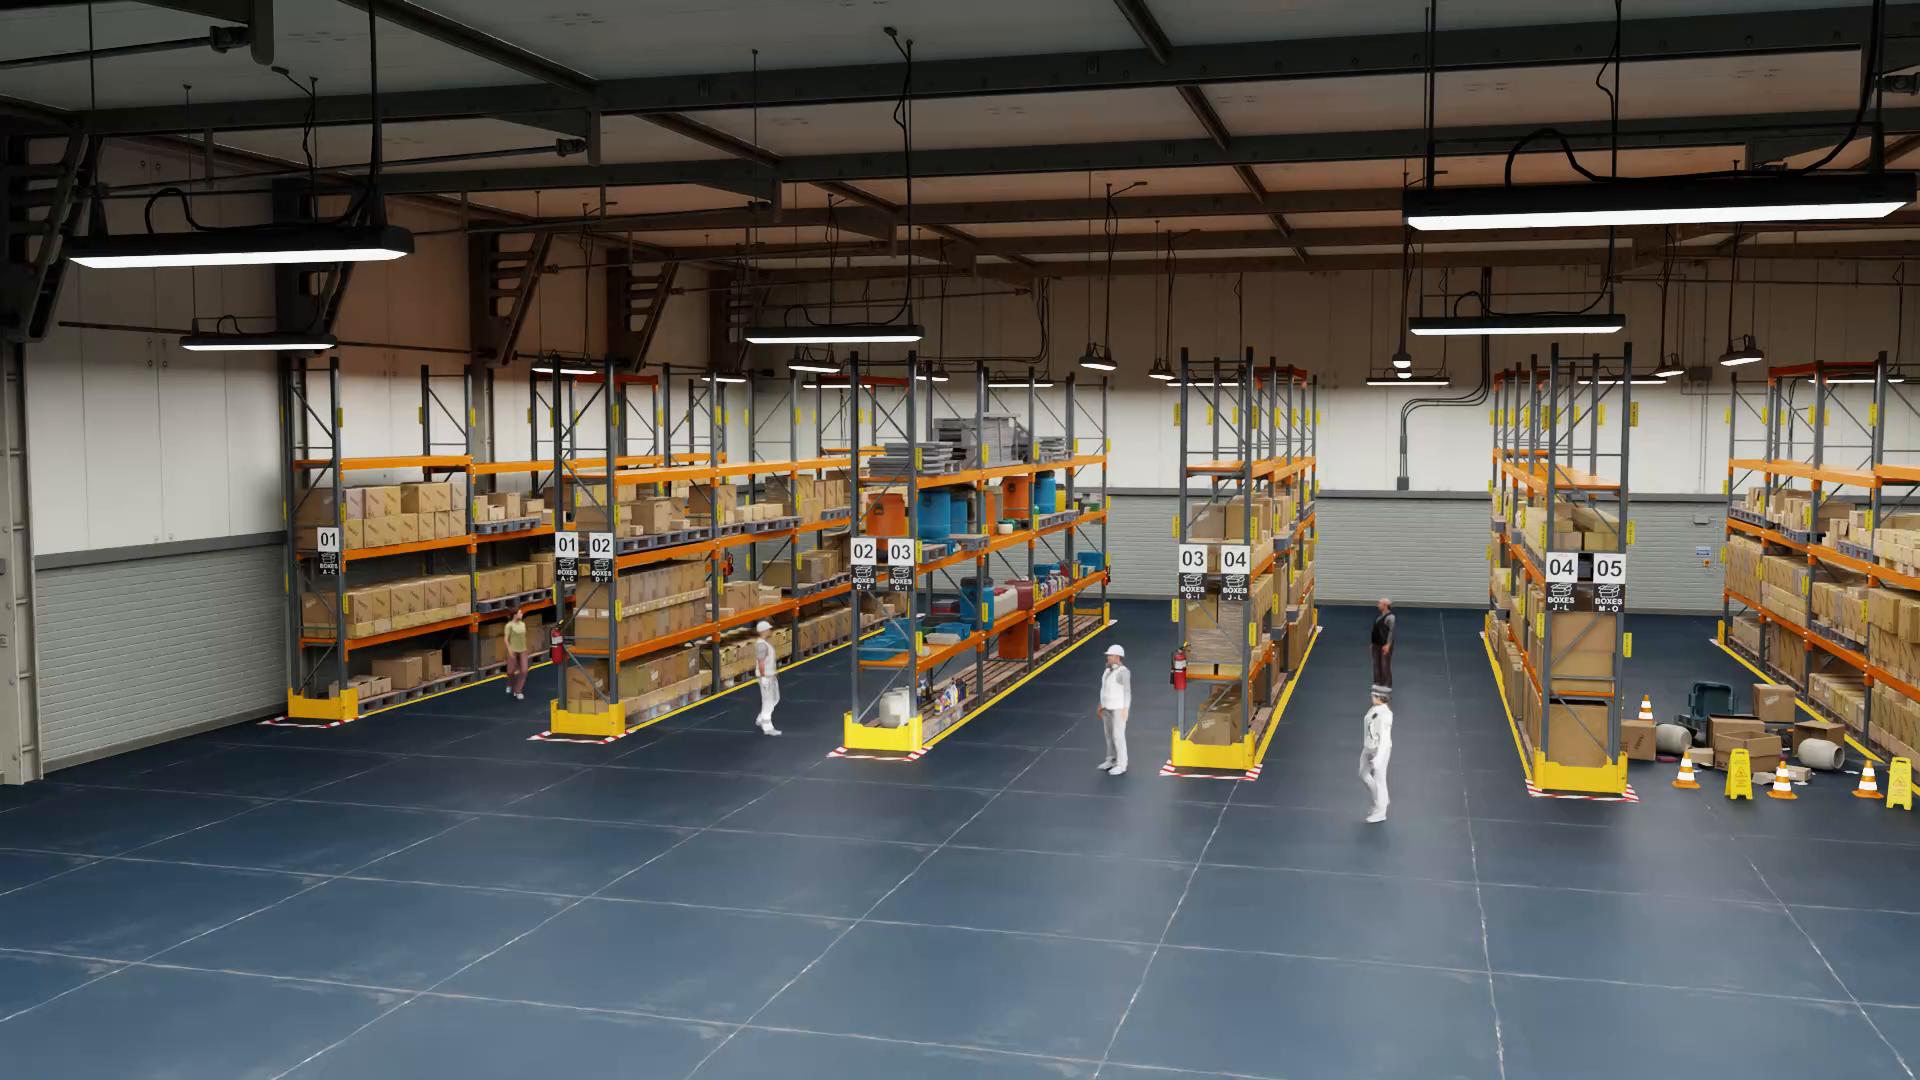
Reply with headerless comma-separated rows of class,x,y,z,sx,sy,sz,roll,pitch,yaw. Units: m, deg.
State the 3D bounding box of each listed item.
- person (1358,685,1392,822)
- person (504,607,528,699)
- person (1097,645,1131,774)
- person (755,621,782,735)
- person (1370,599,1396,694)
person,5.195,2.645,20.742,0.437,1.690,0.570,-1,4,-14
person,-7.938,2.007,29.815,0.528,1.632,0.628,-3,5,-35
person,2.175,2.388,23.597,0.378,1.796,0.566,-2,5,-27
person,-3.057,2.177,26.409,0.521,1.791,0.625,1,4,8
person,7.694,1.936,30.264,0.405,1.744,0.570,-2,5,-31
